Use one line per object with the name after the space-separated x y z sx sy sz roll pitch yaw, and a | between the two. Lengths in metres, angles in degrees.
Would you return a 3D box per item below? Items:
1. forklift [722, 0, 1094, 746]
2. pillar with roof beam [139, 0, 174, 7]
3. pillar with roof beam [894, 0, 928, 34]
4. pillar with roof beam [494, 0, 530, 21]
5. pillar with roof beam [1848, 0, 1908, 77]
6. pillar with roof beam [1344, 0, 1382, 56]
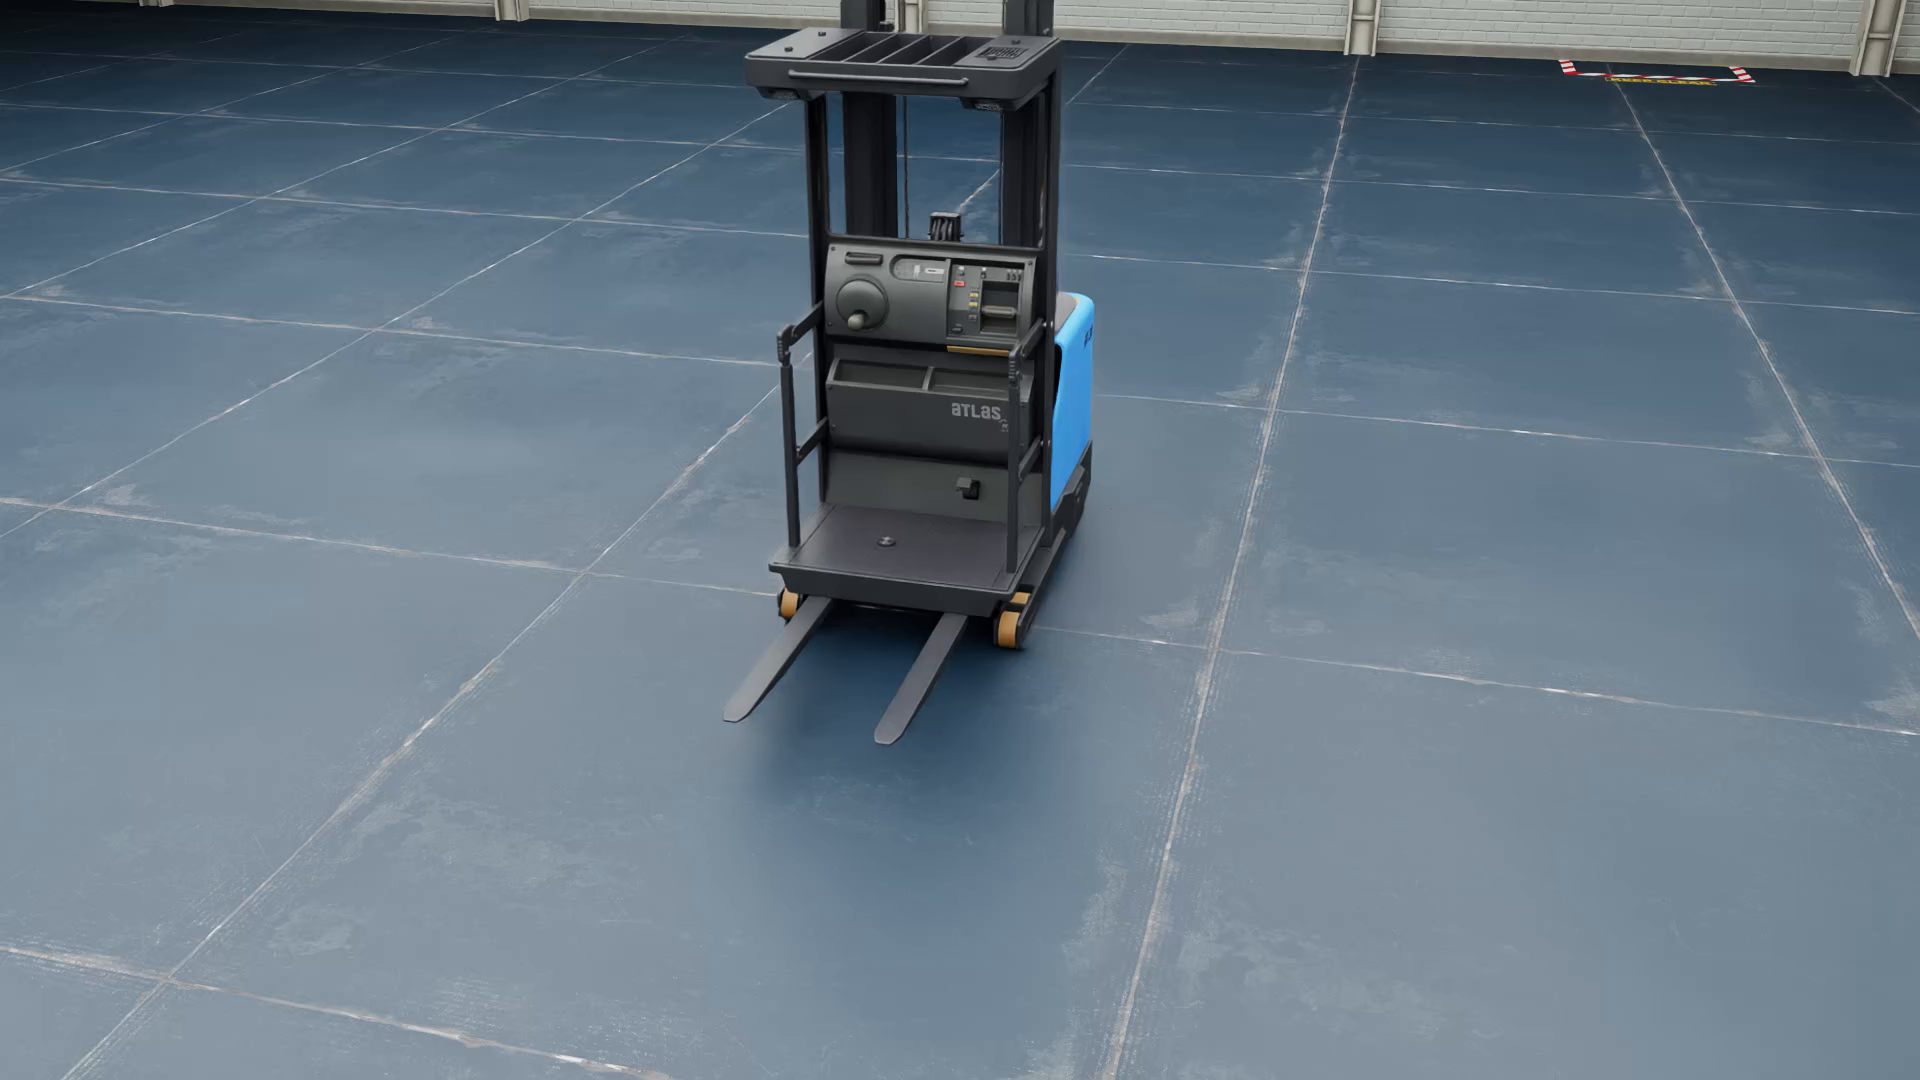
-0.187 -1.032 7.008 1.130 2.935 3.031 7 26 14 | forklift
-13.357 -10.461 19.754 0.400 9.000 9.100 6 26 13 | pillar with roof beam
-1.735 -9.176 17.055 0.400 9.000 9.100 6 26 13 | pillar with roof beam
-7.546 -9.818 18.404 0.400 9.000 9.100 6 26 13 | pillar with roof beam
9.887 -7.891 14.357 0.400 9.000 9.100 6 26 13 | pillar with roof beam
4.076 -8.534 15.706 0.400 9.000 9.100 6 26 13 | pillar with roof beam
